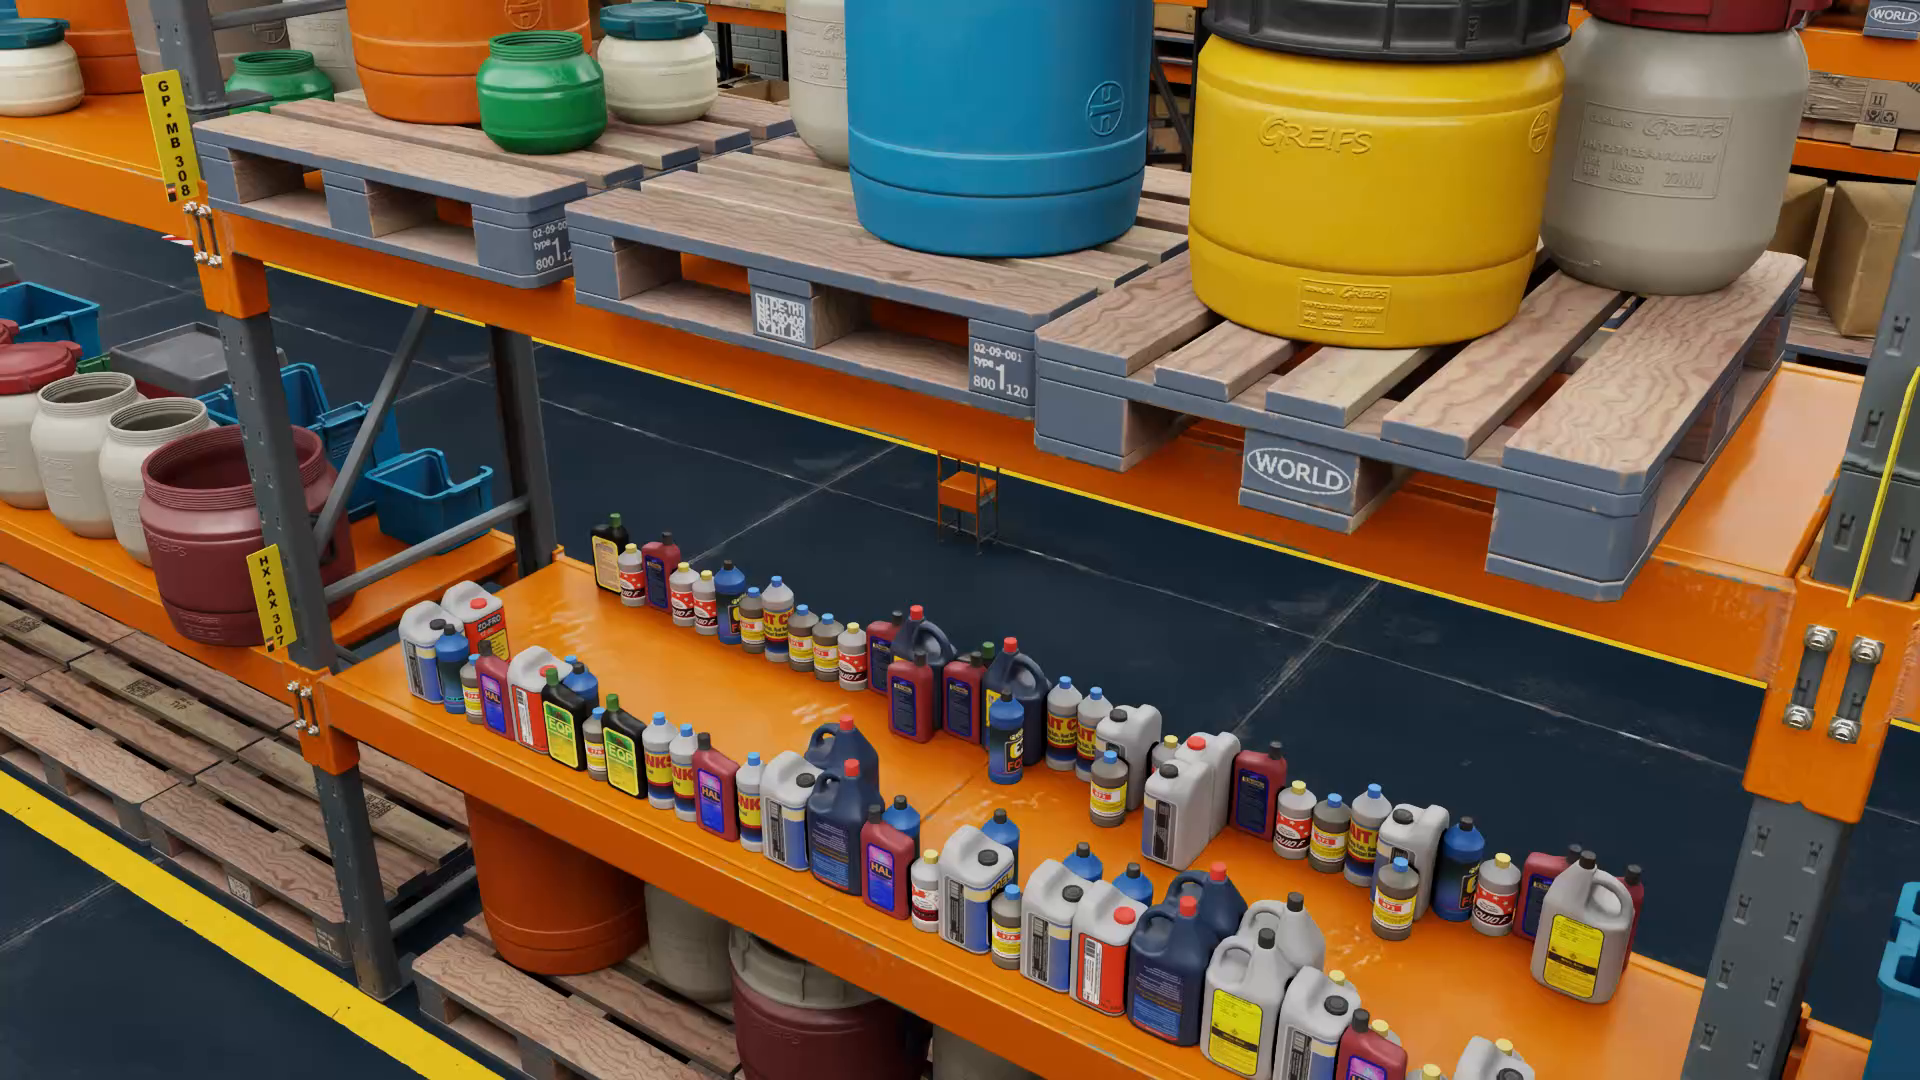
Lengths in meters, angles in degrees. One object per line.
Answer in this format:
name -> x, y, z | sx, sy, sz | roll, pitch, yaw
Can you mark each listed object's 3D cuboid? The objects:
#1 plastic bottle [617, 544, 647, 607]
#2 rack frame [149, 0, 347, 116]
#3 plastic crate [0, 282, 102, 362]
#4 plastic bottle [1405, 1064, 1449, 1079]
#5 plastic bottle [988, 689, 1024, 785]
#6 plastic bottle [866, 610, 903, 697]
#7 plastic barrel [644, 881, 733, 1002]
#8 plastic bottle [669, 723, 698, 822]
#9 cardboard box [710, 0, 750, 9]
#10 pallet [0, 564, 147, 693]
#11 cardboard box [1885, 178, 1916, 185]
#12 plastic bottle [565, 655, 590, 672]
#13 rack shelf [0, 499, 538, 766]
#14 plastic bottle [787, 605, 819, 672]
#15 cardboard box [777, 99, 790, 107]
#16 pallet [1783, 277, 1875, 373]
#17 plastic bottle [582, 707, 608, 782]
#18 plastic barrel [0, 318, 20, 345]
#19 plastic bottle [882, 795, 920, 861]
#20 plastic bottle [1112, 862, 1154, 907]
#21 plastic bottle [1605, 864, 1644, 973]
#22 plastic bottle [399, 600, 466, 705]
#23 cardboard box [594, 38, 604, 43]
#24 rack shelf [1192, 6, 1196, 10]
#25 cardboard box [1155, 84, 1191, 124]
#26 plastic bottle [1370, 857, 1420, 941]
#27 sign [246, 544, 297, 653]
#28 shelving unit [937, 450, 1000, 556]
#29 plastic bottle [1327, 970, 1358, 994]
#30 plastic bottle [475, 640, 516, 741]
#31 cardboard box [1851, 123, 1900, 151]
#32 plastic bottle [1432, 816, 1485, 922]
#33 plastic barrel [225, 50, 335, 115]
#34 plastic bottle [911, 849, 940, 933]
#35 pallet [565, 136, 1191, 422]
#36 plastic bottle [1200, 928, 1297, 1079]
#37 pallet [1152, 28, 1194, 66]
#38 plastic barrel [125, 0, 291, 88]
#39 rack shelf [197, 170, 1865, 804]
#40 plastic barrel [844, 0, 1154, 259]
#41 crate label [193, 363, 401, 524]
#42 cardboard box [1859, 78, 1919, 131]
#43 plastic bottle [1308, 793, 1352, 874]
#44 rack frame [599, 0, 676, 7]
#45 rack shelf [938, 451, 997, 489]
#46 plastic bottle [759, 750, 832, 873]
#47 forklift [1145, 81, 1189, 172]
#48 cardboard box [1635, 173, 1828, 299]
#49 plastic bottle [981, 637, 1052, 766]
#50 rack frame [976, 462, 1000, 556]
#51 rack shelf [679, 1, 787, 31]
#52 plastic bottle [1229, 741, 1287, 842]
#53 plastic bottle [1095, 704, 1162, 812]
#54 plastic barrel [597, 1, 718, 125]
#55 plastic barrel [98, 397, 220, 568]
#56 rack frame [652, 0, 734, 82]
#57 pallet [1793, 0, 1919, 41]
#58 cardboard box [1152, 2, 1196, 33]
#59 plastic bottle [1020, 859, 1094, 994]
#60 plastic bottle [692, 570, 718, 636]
plastic bottle -> -1.069, 0.109, 5.447 | 0.097, 0.201, 0.097 | 0, 27, 0
rack frame -> -1.729, -2.634, 4.004 | 0.127, 3.000, 1.000 | 17, 32, 30
plastic crate -> -3.941, -0.813, 7.058 | 0.575, 0.384, 0.392 | 17, 32, 30
plastic bottle -> 0.949, 1.156, 3.391 | 0.097, 0.201, 0.097 | 0, 27, 0
plastic bottle -> 0.126, 0.530, 4.544 | 0.097, 0.271, 0.097 | 0, 27, 0
plastic bottle -> -0.212, 0.330, 4.923 | 0.133, 0.283, 0.061 | 17, 32, 30
plastic barrel -> -0.800, 1.192, 5.380 | 0.421, 0.512, 0.421 | 0, 27, 0
plastic bottle -> -0.713, 0.607, 4.393 | 0.097, 0.271, 0.097 | 0, 27, 0
cardboard box -> -2.056, -5.288, 15.977 | 0.500, 0.250, 0.500 | 16, 31, 29
pallet -> -4.357, 0.443, 7.647 | 1.213, 0.211, 1.003 | 17, 32, 30
cardboard box -> 6.568, -1.984, 11.249 | 0.750, 0.750, 0.750 | 18, 32, 31
plastic bottle -> -1.119, 0.428, 4.821 | 0.097, 0.201, 0.097 | 0, 27, 0
rack shelf -> -3.377, -0.153, 6.537 | 4.000, 0.370, 1.077 | 17, 32, 30
plastic bottle -> -0.478, 0.294, 5.085 | 0.097, 0.201, 0.097 | 0, 27, 0
cardboard box -> -0.748, -2.415, 10.079 | 0.500, 0.500, 0.500 | 17, 32, 30
pallet -> 3.779, -0.944, 7.510 | 1.213, 0.211, 1.003 | 17, 32, 30
plastic bottle -> -0.984, 0.554, 4.574 | 0.097, 0.201, 0.097 | 0, 27, 0
plastic barrel -> -3.757, -0.532, 6.338 | 0.433, 0.535, 0.433 | 0, 27, 0
plastic bottle -> -0.145, 0.750, 4.111 | 0.097, 0.271, 0.097 | 0, 27, 0
plastic bottle -> 0.399, 0.869, 3.876 | 0.097, 0.271, 0.097 | 0, 27, 0
plastic bottle -> 1.508, 0.865, 3.871 | 0.133, 0.283, 0.061 | 17, 32, 30
plastic bottle -> -1.555, 0.327, 4.937 | 0.135, 0.276, 0.152 | 17, 32, 30
cardboard box -> -2.330, -3.313, 11.128 | 0.250, 0.149, 0.380 | 17, 32, 30
rack shelf -> -0.570, -3.341, 9.493 | 4.000, 0.370, 1.077 | 17, 32, 30
cardboard box -> 1.995, -3.680, 14.119 | 0.500, 0.250, 0.500 | 16, 31, 29
plastic bottle -> 1.046, 0.852, 3.988 | 0.097, 0.201, 0.097 | 0, 27, 0
sign -> -2.035, 0.175, 4.920 | 0.005, 0.325, 0.100 | 17, 32, 30
shelving unit -> 0.044, -0.454, 8.485 | 0.252, 1.050, 0.215 | 17, 32, 30
plastic bottle -> 0.815, 1.030, 3.638 | 0.097, 0.201, 0.097 | 0, 27, 0
plastic bottle -> -1.310, 0.425, 4.736 | 0.133, 0.283, 0.061 | 17, 32, 30
cardboard box -> 6.078, -2.700, 11.003 | 0.250, 0.149, 0.380 | 17, 32, 30
plastic bottle -> 1.212, 0.789, 4.035 | 0.097, 0.271, 0.097 | 0, 27, 0
plastic barrel -> -1.961, -1.272, 4.806 | 0.294, 0.245, 0.294 | 0, 27, 0
plastic bottle -> -0.070, 0.838, 4.014 | 0.097, 0.201, 0.097 | 0, 27, 0
pallet -> -0.070, -0.640, 3.602 | 1.213, 0.211, 1.003 | 17, 32, 30
plastic bottle -> 0.625, 0.975, 3.580 | 0.185, 0.351, 0.144 | 17, 32, 30
pallet -> 2.225, -4.071, 13.654 | 1.213, 0.211, 1.003 | 17, 32, 30
plastic barrel -> -2.283, -1.812, 5.144 | 0.600, 0.901, 0.600 | 0, 27, 0
rack shelf -> -0.080, -0.463, 3.838 | 4.000, 0.370, 1.077 | 17, 32, 30
plastic barrel -> 0.075, -1.061, 3.205 | 0.708, 0.901, 0.600 | 17, 32, 30
crate label -> -2.395, -0.332, 6.056 | 0.616, 0.435, 0.502 | 17, 32, 30
cardboard box -> 6.228, -2.974, 10.827 | 0.500, 0.500, 0.500 | 18, 32, 31
plastic bottle -> 0.940, 0.735, 4.217 | 0.097, 0.201, 0.097 | 0, 27, 0
rack frame -> -2.219, -2.838, 11.020 | 0.127, 3.000, 1.000 | 17, 32, 30
rack shelf -> 0.044, -0.445, 8.490 | 0.240, 0.259, 0.215 | 17, 32, 30
plastic bottle -> -0.412, 0.683, 4.237 | 0.135, 0.276, 0.152 | 17, 32, 30
forklift -> 1.361, -2.828, 11.075 | 3.031, 2.935, 1.130 | -1, 27, -3
cardboard box -> 3.509, -1.374, 7.569 | 0.500, 0.500, 0.700 | 23, 35, 38
plastic bottle -> 0.158, 0.438, 4.636 | 0.185, 0.351, 0.144 | 17, 32, 30
rack frame -> 0.145, -0.423, 8.423 | 0.008, 1.050, 0.200 | 17, 32, 30
rack shelf -> -1.066, -4.884, 15.833 | 4.000, 0.370, 1.077 | 17, 32, 30
plastic bottle -> 0.775, 0.637, 4.319 | 0.133, 0.283, 0.061 | 17, 32, 30
plastic bottle -> 0.448, 0.564, 4.472 | 0.135, 0.276, 0.152 | 17, 32, 30
plastic barrel -> -0.762, -1.202, 4.187 | 0.301, 0.262, 0.301 | 0, 27, 0
plastic barrel -> -2.698, -0.194, 5.701 | 0.421, 0.512, 0.421 | 0, 27, 0
rack frame -> -2.714, -5.718, 16.679 | 0.127, 3.000, 1.000 | 17, 32, 30
pallet -> 3.878, -2.231, 6.726 | 1.003, 0.211, 1.213 | 17, 32, 30
cardboard box -> 2.000, -4.485, 13.660 | 0.500, 0.500, 0.700 | 23, 35, 37
plastic bottle -> 0.233, 0.884, 3.842 | 0.135, 0.276, 0.152 | 17, 32, 30
plastic bottle -> -0.799, 0.194, 5.281 | 0.097, 0.201, 0.097 | 0, 27, 0
